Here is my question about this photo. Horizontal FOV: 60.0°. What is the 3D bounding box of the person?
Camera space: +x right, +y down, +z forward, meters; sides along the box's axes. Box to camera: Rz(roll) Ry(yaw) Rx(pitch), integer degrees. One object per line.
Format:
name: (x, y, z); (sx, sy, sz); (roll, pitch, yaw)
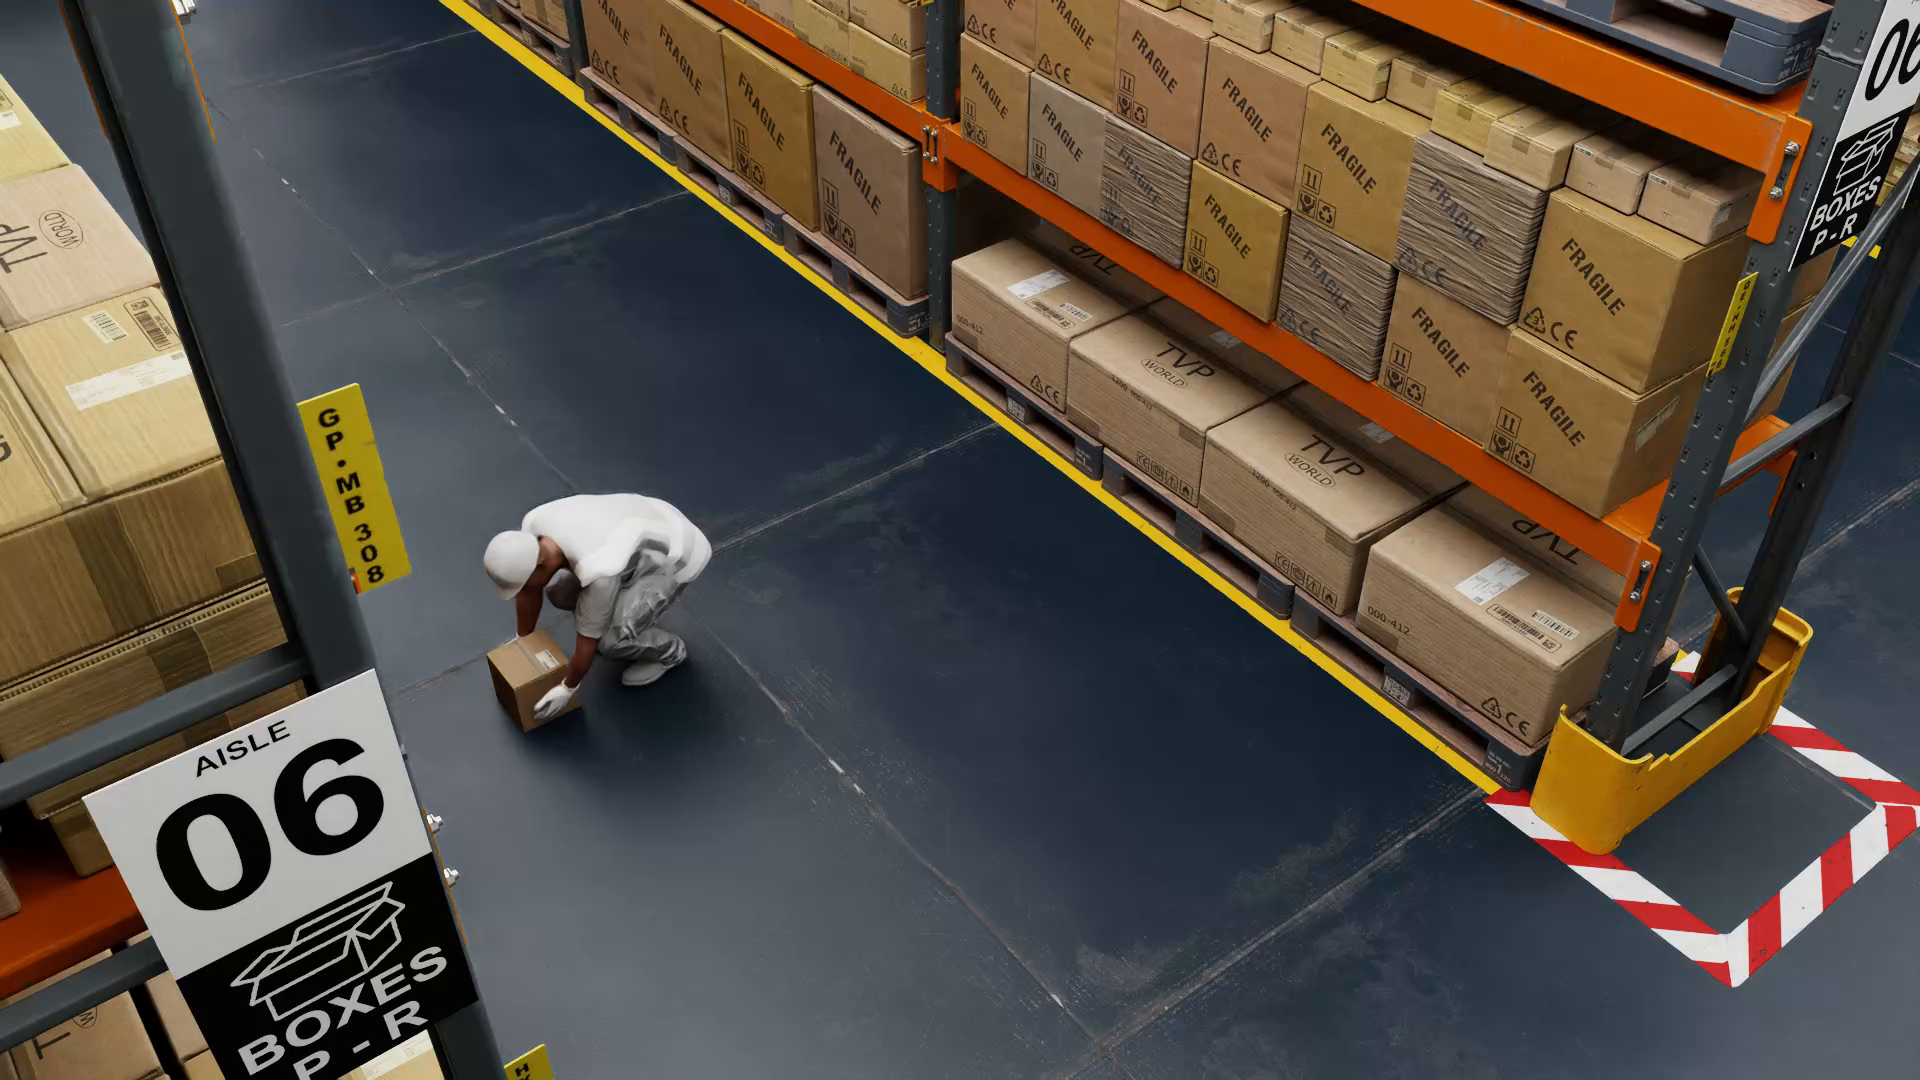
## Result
person: (-1.417, 0.183, 6.598); (0.908, 0.922, 0.577); (-26, 47, -28)
